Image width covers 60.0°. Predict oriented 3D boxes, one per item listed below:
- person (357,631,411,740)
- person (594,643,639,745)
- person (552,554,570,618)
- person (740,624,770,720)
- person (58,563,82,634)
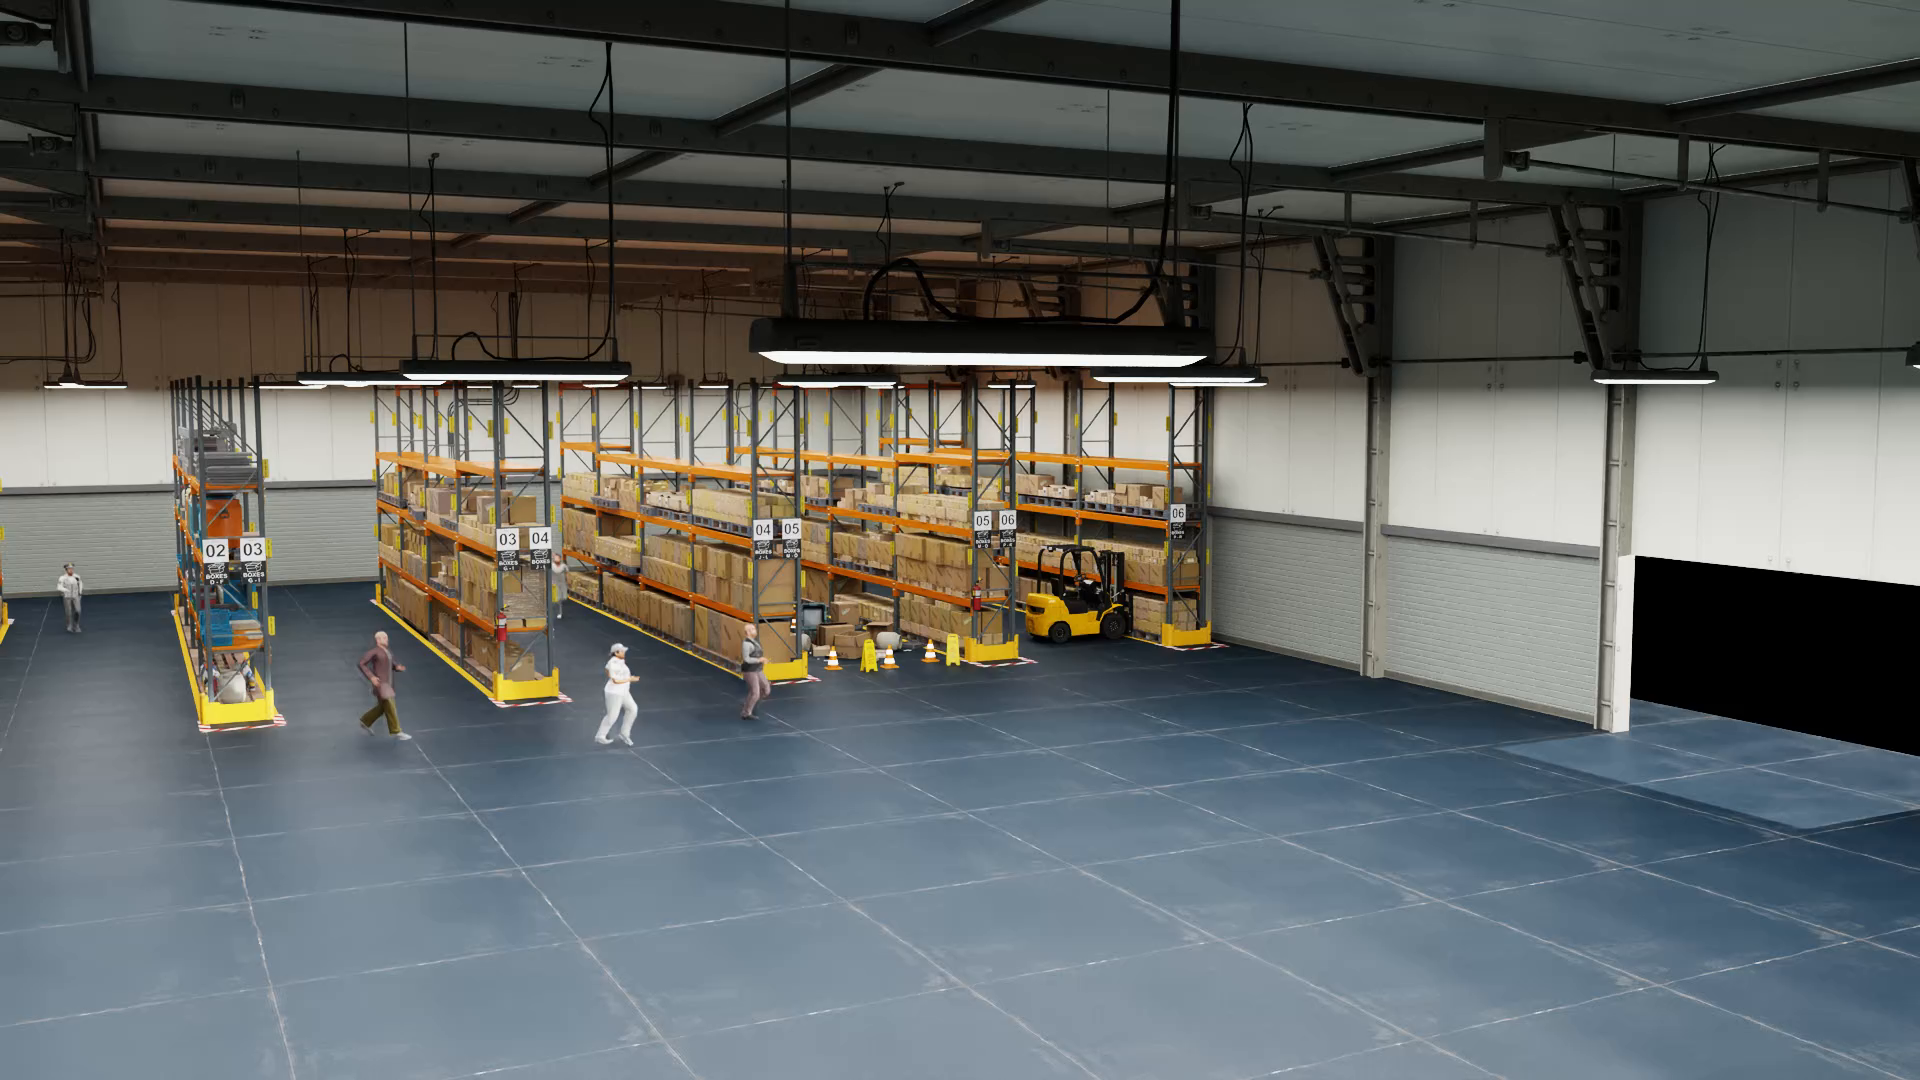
[{"bbox_3d":[-9.499,2.383,27.325,0.993,1.775,0.714,1,5,7],"label":"person"},{"bbox_3d":[-5.532,2.517,26.901,0.759,1.705,0.554,0,5,3],"label":"person"},{"bbox_3d":[-10.176,1.163,42.219,0.571,1.633,0.535,-2,5,-20],"label":"person"},{"bbox_3d":[-3.551,2.296,28.986,0.590,1.677,0.648,1,5,11],"label":"person"},{"bbox_3d":[-21.096,1.385,39.465,0.558,1.705,0.702,-4,6,-36],"label":"person"}]
